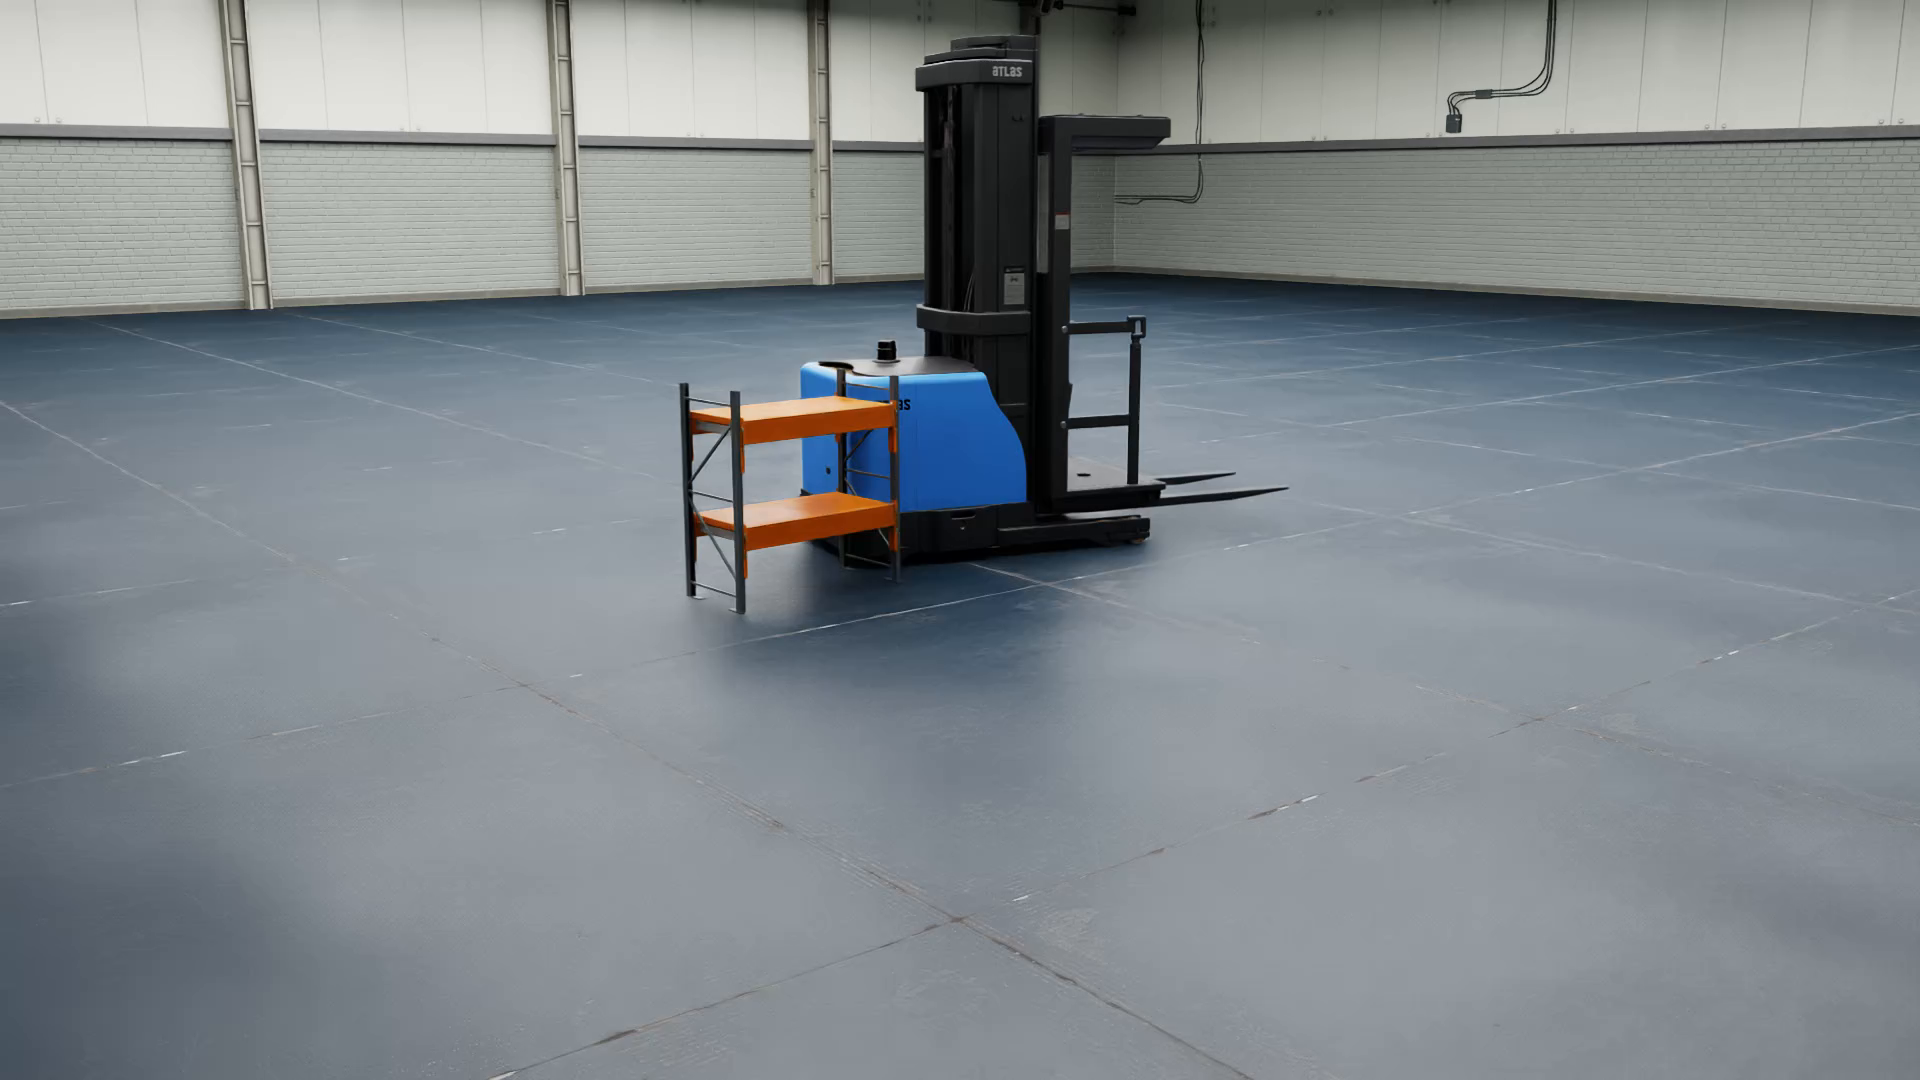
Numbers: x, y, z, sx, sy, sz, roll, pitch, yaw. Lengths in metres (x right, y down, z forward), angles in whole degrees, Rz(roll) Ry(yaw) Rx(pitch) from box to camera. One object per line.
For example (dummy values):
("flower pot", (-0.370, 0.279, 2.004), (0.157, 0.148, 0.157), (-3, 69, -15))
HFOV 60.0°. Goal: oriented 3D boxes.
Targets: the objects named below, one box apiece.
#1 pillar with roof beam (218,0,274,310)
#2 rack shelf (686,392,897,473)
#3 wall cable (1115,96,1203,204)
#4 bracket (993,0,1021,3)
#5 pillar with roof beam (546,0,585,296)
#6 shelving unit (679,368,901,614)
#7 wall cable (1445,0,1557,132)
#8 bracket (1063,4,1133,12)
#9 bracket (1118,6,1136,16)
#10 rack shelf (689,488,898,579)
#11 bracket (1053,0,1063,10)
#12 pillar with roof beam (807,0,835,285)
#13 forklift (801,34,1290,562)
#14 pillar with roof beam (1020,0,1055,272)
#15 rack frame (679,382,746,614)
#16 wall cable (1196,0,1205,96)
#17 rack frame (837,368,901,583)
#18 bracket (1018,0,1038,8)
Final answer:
("pillar with roof beam", (-9.700, -7.797, 25.182), (0.400, 9.000, 9.100), (-9, 15, -38))
("rack shelf", (-0.880, -0.575, 8.718), (1.000, 0.278, 0.538), (-11, 16, -41))
("wall cable", (4.793, -9.480, 40.583), (0.112, 2.526, 3.097), (-9, 15, -38))
("bracket", (-0.448, -12.146, 36.997), (4.783, 0.066, 0.076), (-9, 15, -38))
("pillar with roof beam", (-5.015, -8.575, 28.849), (0.400, 9.000, 9.100), (-9, 15, -38))
("shelving unit", (-0.880, -0.288, 8.779), (1.048, 1.125, 0.538), (-11, 16, -41))
("wall cable", (10.711, -11.120, 32.646), (0.169, 6.003, 2.305), (-9, 15, -38))
("bracket", (3.602, -12.819, 40.166), (3.189, 0.066, 0.076), (-9, 15, -38))
("bracket", (4.063, -12.895, 40.527), (0.430, 0.232, 0.235), (-9, 15, -38))
("rack shelf", (-0.880, -0.049, 8.830), (1.000, 0.278, 0.538), (-11, 16, -41))
("bracket", (2.212, -12.588, 39.079), (0.430, 0.232, 0.235), (-9, 15, -38))
("pillar with roof beam", (-0.329, -9.354, 32.515), (0.548, 9.000, 9.100), (-9, 15, -38))
("forklift", (0.594, -1.488, 10.078), (3.031, 2.935, 1.130), (-5, 13, -23))
("pillar with roof beam", (4.356, -10.132, 36.182), (0.548, 9.000, 9.100), (-9, 15, -38))
("rack frame", (-1.257, -0.218, 8.446), (0.032, 1.125, 0.500), (-11, 16, -41))
("wall cable", (6.483, -11.511, 37.992), (0.112, 2.526, 3.097), (-9, 15, -38))
("rack frame", (-0.503, -0.359, 9.113), (0.032, 1.125, 0.500), (-11, 16, -41))
("bracket", (1.564, -12.480, 38.571), (0.430, 0.232, 0.235), (-9, 15, -38))
